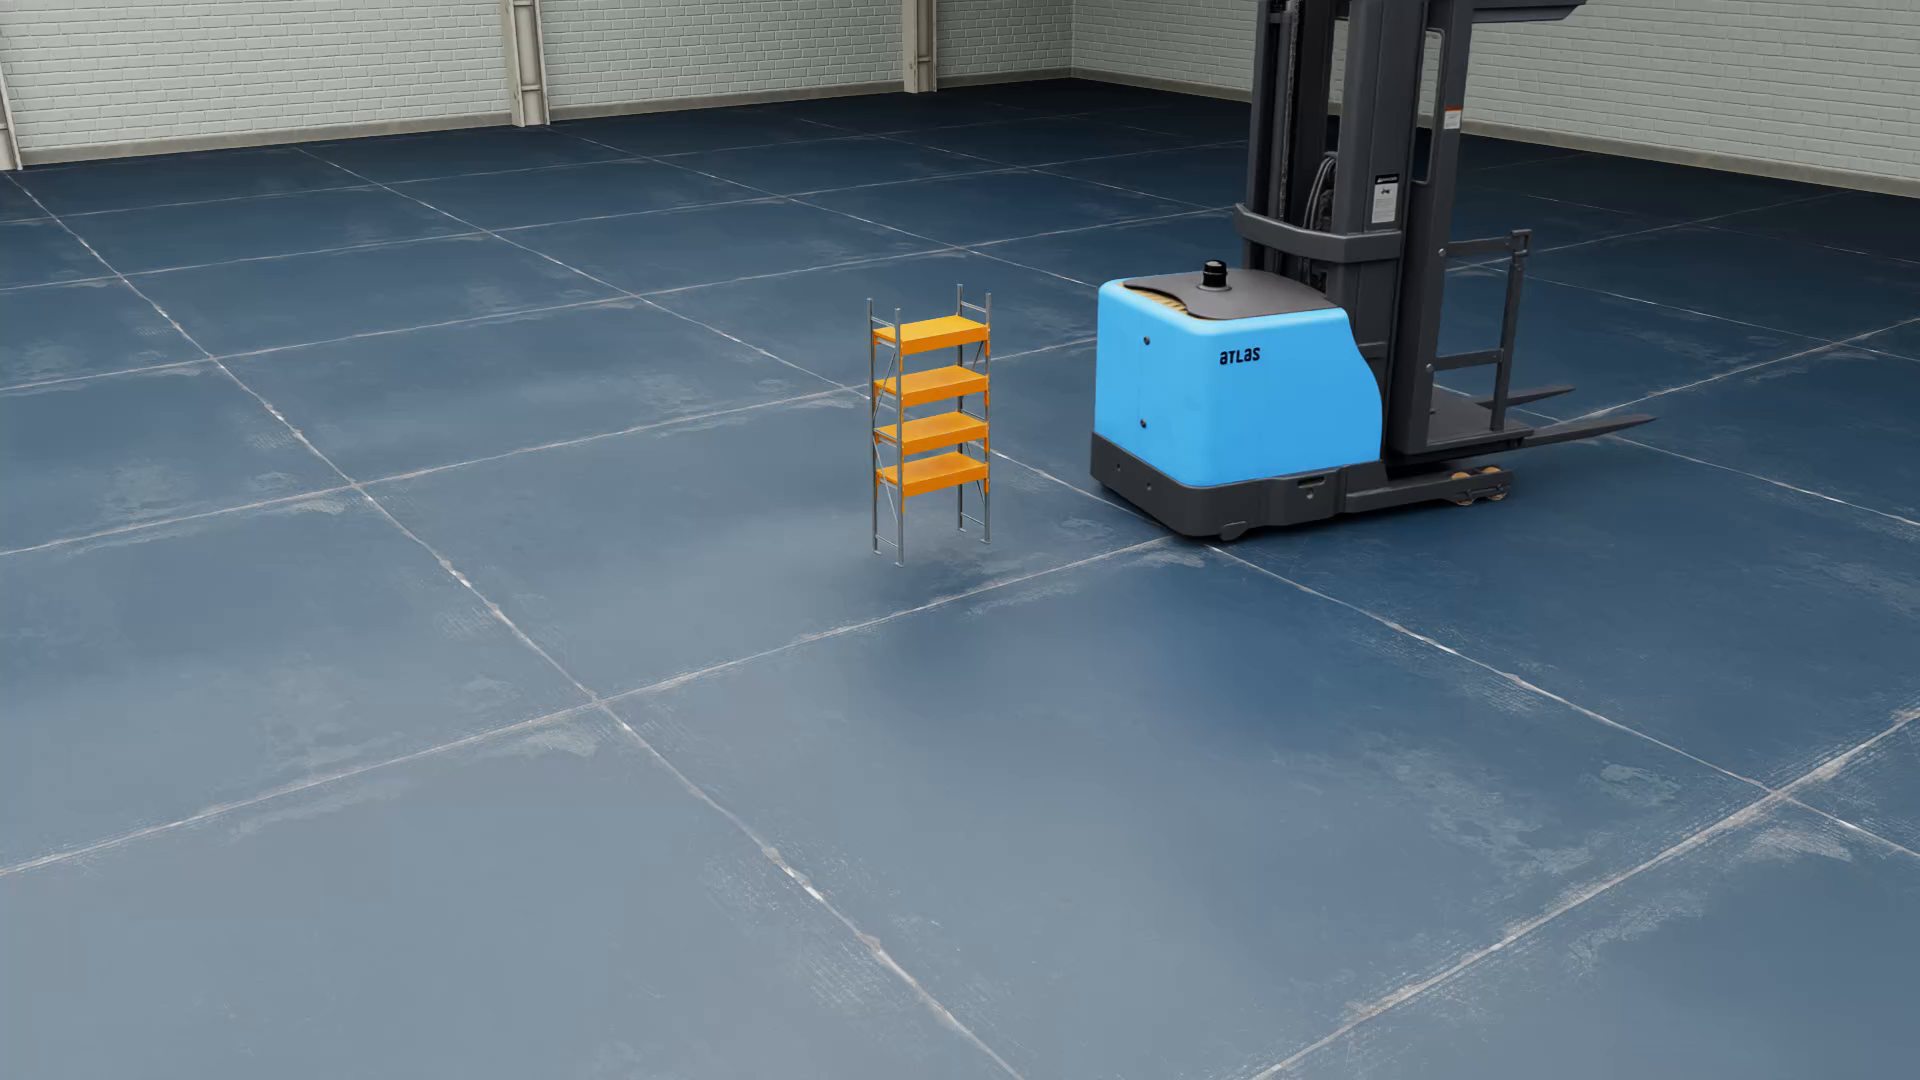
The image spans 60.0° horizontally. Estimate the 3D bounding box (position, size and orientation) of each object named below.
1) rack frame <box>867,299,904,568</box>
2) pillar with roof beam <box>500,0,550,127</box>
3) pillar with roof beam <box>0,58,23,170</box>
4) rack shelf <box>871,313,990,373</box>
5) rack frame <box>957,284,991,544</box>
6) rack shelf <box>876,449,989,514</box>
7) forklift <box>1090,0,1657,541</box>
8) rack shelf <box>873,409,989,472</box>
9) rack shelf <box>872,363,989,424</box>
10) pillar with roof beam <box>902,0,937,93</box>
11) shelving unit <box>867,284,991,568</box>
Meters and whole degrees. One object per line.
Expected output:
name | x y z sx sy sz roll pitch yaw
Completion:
rack frame | -0.332 -0.469 7.452 0.015 1.200 0.240 -15 26 -33
pillar with roof beam | -2.942 -8.173 16.237 0.400 9.000 9.100 -15 26 -33
pillar with roof beam | -7.812 -6.875 12.983 0.400 9.000 9.100 -15 26 -33
rack shelf | -0.134 -0.886 7.439 0.480 0.148 0.258 -15 26 -33
rack frame | 0.064 -0.574 7.717 0.015 1.200 0.240 -15 26 -33
rack shelf | -0.134 -0.275 7.683 0.480 0.148 0.258 -15 26 -33
forklift | 2.234 -1.701 8.204 3.031 2.935 1.130 -9 24 -22
rack shelf | -0.134 -0.459 7.609 0.480 0.148 0.258 -15 26 -33
rack shelf | -0.134 -0.667 7.526 0.480 0.148 0.258 -15 26 -33
pillar with roof beam | 1.929 -9.472 19.492 0.400 9.000 9.100 -15 26 -33
shelving unit | -0.134 -0.521 7.584 0.503 1.200 0.258 -15 26 -33
